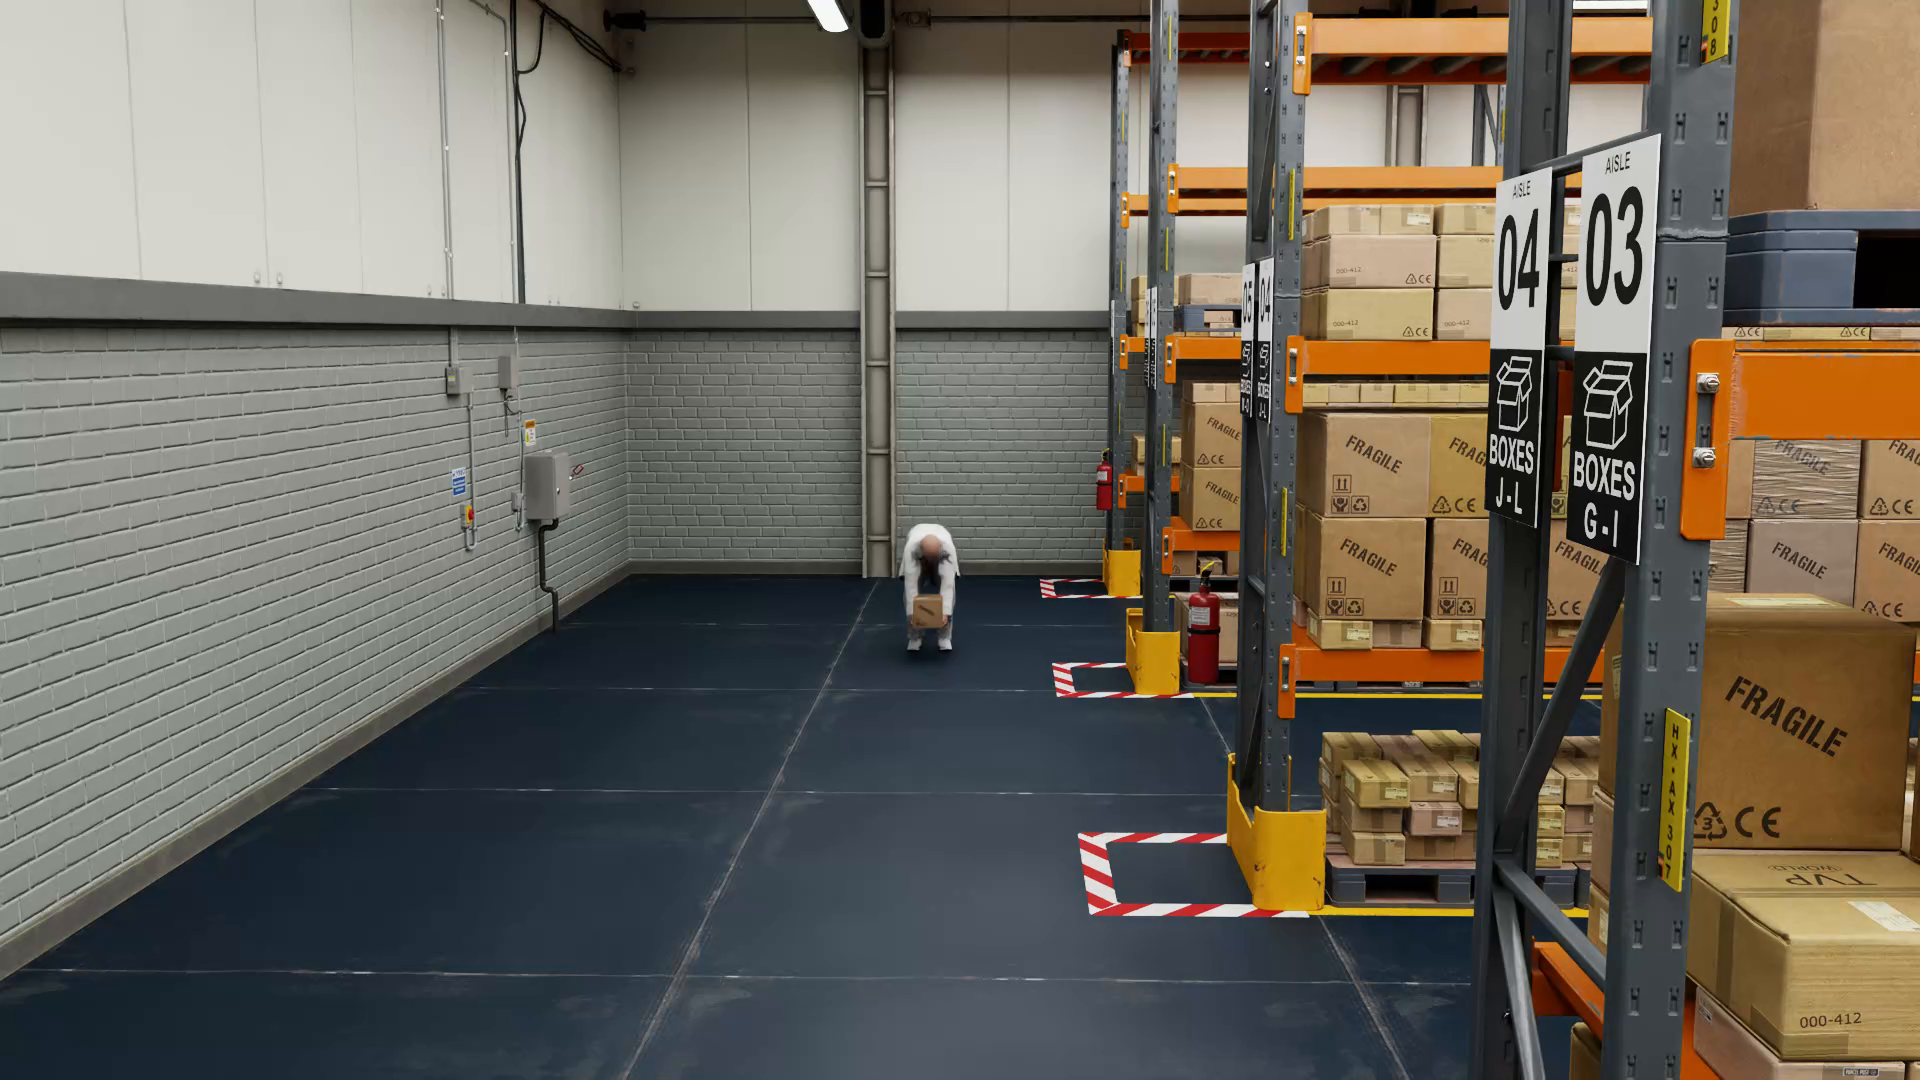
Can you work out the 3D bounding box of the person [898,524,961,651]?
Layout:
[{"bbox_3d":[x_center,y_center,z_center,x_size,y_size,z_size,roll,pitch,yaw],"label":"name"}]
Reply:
[{"bbox_3d":[-0.275,0.447,14.811,0.568,1.140,0.948,0,7,-1],"label":"person"}]
